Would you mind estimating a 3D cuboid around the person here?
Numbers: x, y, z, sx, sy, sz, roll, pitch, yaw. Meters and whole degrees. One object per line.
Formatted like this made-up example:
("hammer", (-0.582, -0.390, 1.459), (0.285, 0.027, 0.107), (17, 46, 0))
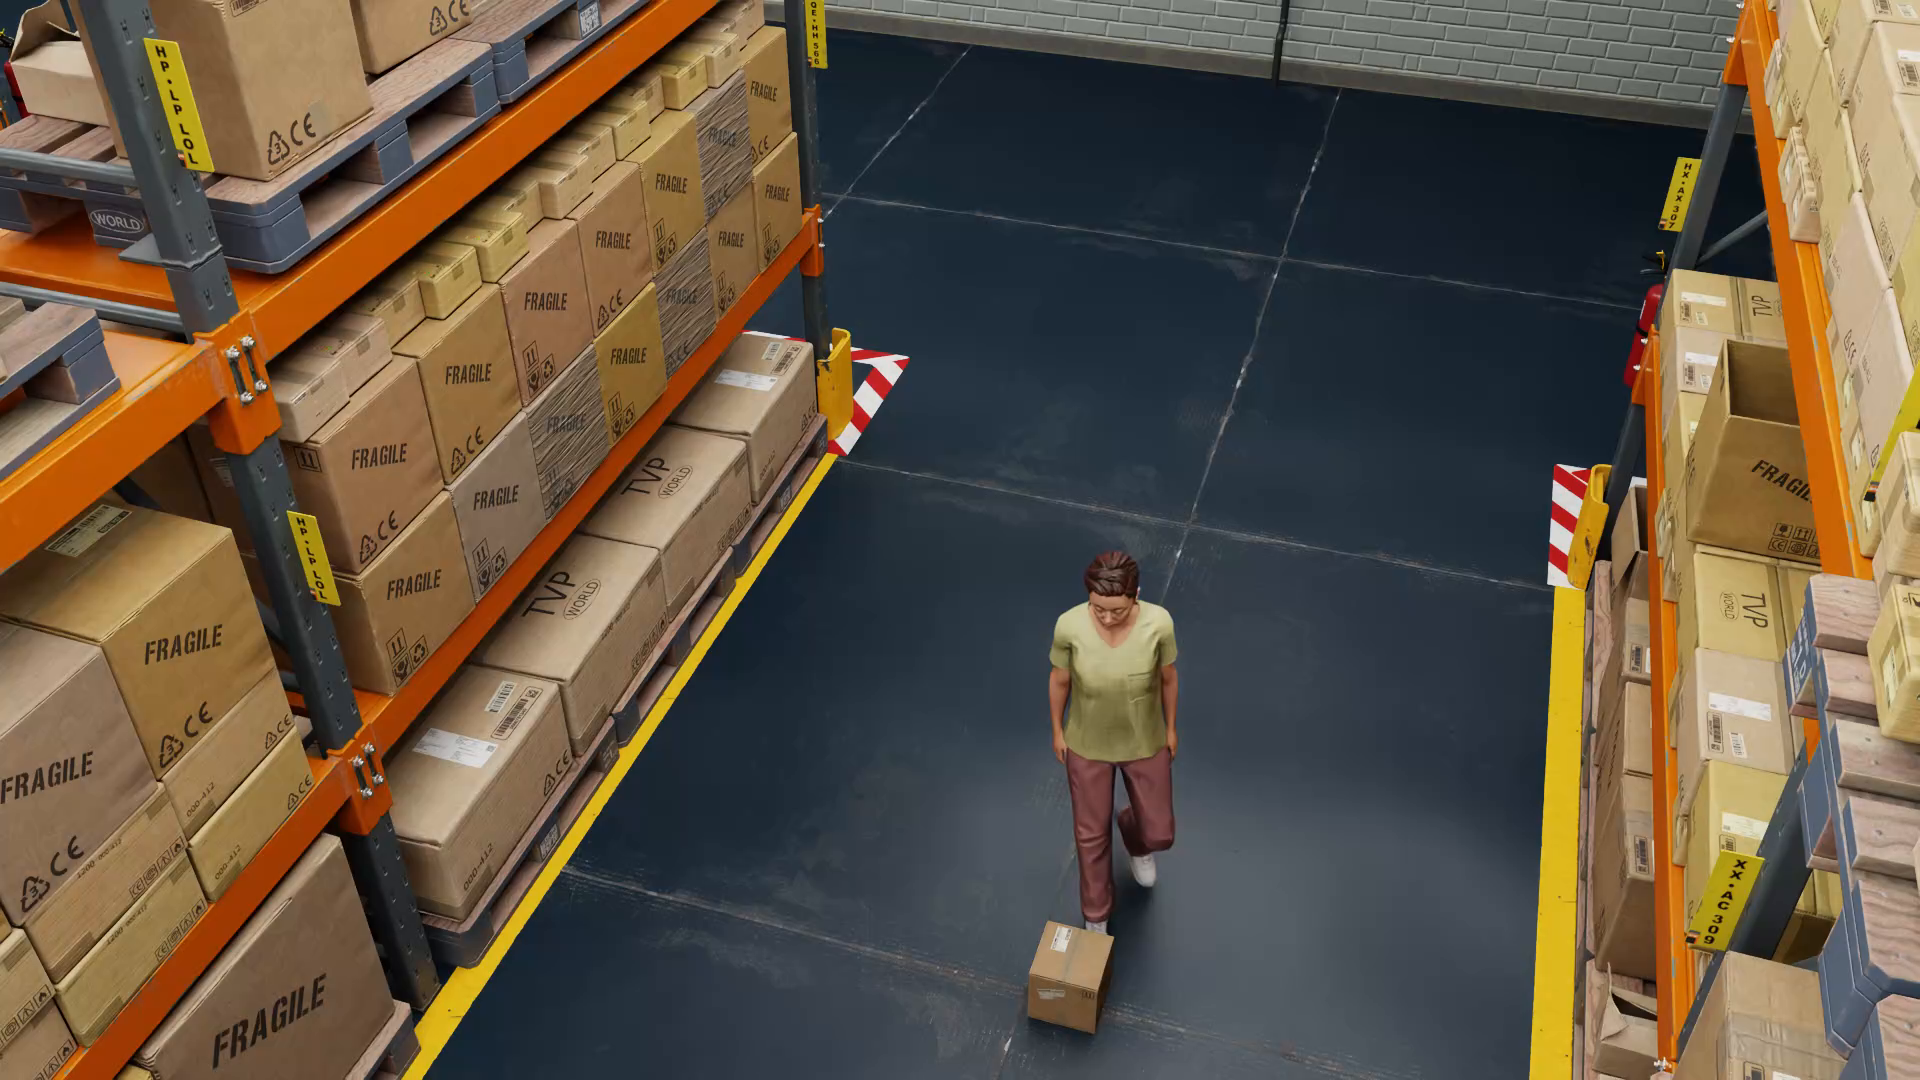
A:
("person", (0.545, 0.735, 5.889), (0.478, 1.670, 0.610), (1, 37, 1))
